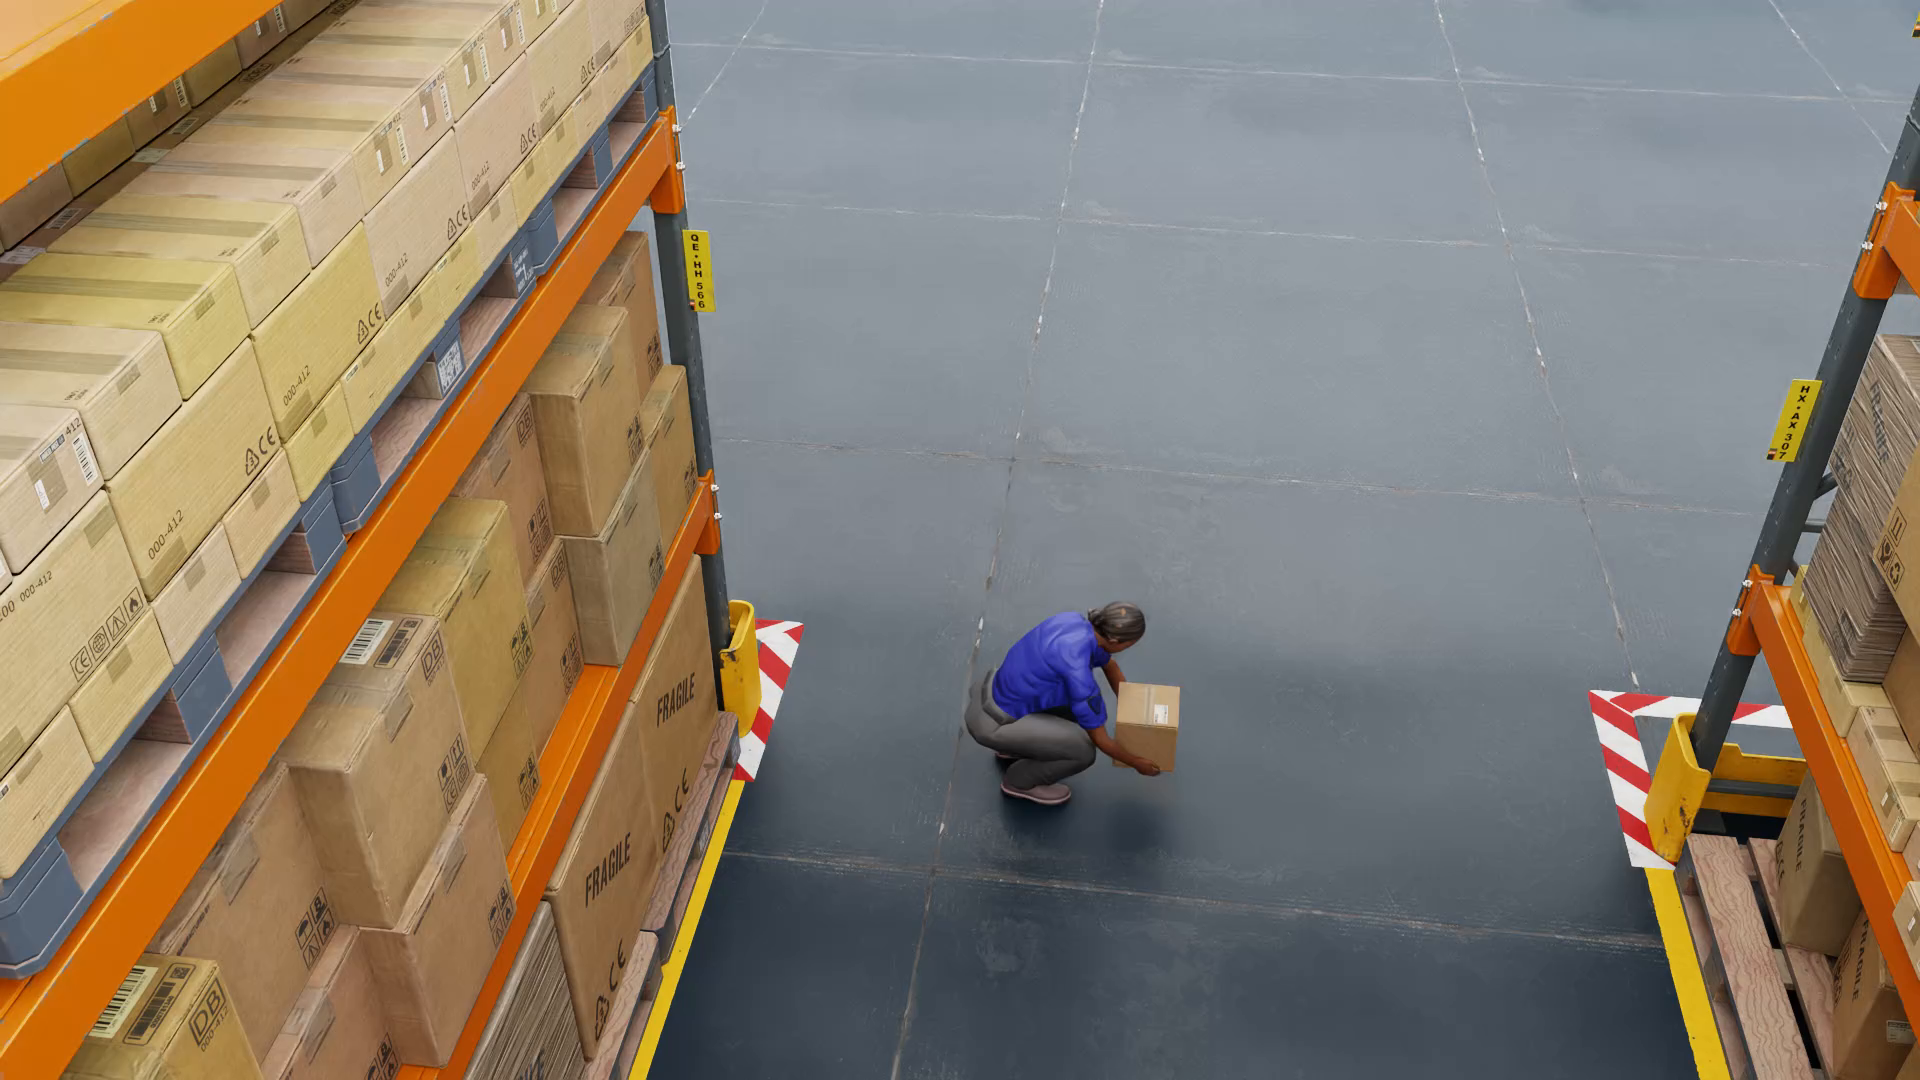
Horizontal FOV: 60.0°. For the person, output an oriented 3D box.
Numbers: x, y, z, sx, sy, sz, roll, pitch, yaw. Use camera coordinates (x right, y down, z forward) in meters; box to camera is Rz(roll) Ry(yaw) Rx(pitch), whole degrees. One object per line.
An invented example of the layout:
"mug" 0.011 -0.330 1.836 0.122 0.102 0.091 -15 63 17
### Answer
"person" 0.435 0.639 6.810 0.822 0.919 0.507 4 37 6
